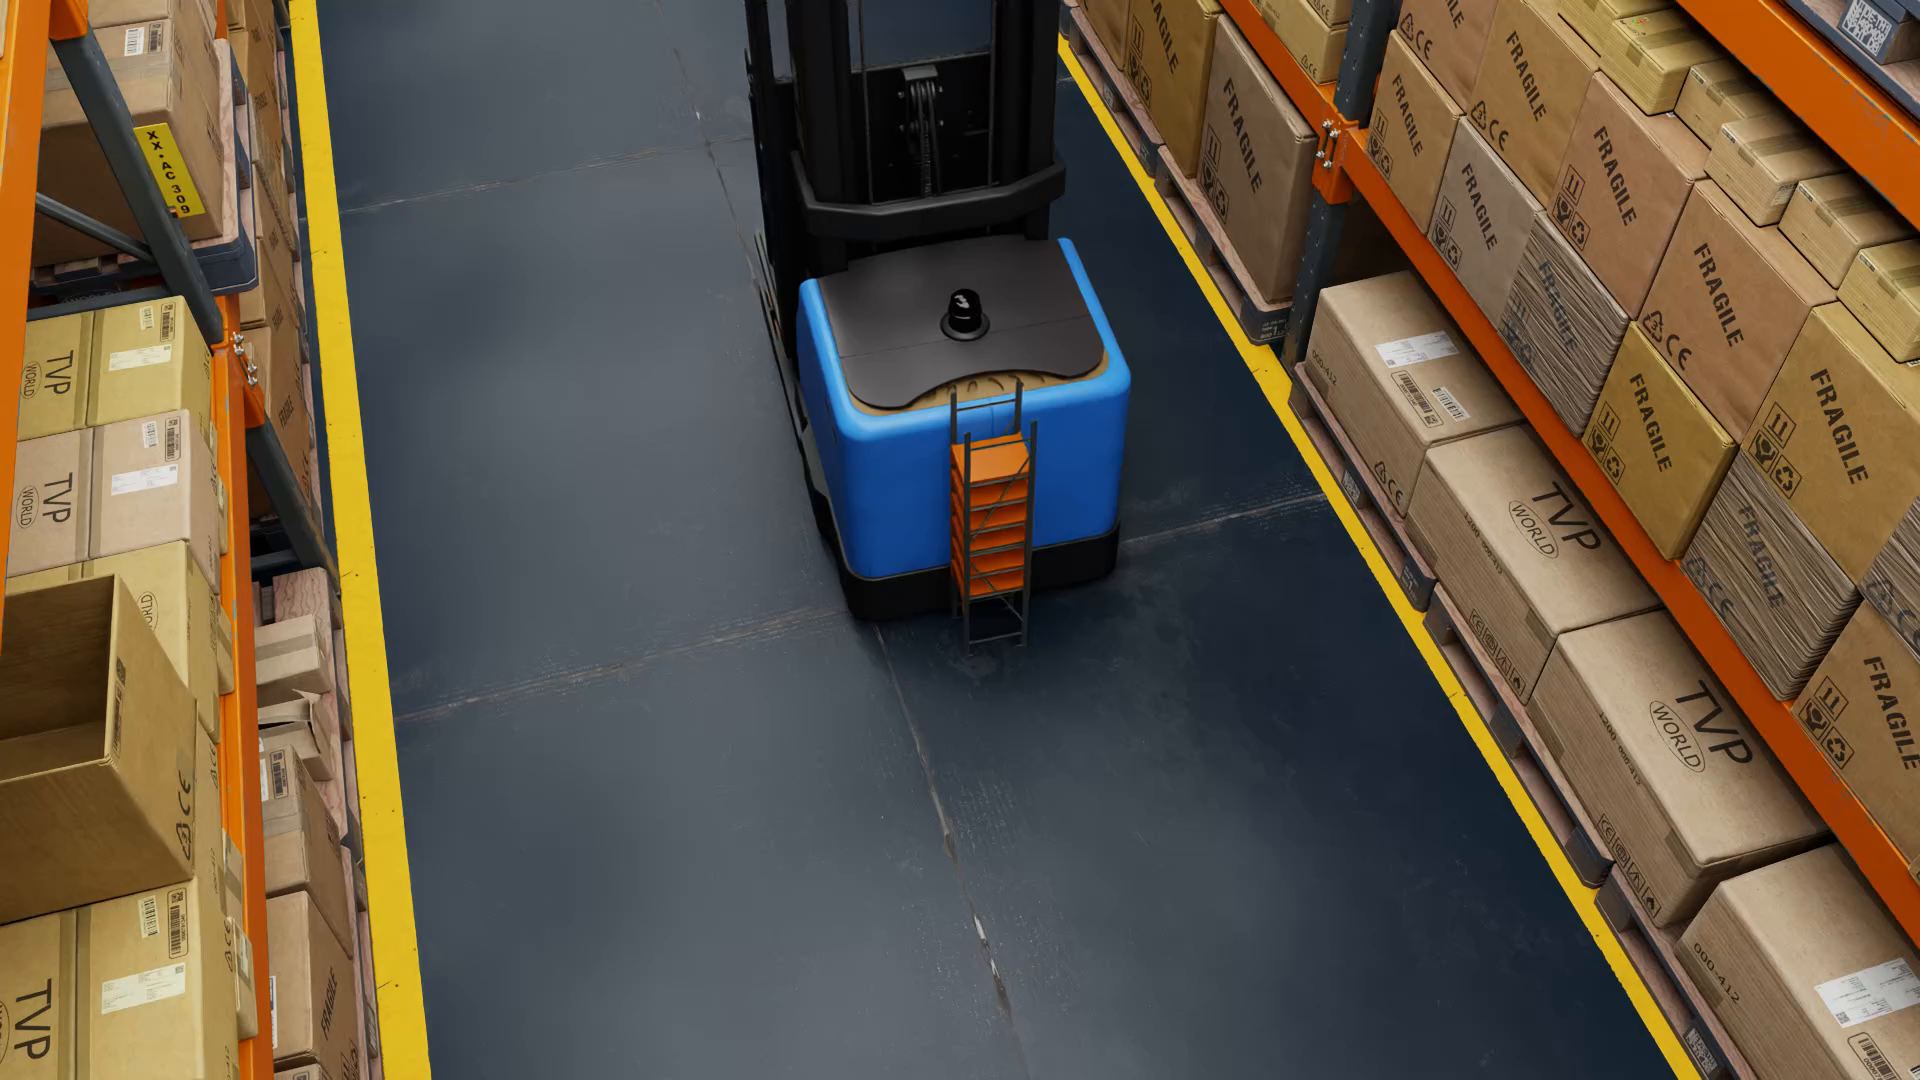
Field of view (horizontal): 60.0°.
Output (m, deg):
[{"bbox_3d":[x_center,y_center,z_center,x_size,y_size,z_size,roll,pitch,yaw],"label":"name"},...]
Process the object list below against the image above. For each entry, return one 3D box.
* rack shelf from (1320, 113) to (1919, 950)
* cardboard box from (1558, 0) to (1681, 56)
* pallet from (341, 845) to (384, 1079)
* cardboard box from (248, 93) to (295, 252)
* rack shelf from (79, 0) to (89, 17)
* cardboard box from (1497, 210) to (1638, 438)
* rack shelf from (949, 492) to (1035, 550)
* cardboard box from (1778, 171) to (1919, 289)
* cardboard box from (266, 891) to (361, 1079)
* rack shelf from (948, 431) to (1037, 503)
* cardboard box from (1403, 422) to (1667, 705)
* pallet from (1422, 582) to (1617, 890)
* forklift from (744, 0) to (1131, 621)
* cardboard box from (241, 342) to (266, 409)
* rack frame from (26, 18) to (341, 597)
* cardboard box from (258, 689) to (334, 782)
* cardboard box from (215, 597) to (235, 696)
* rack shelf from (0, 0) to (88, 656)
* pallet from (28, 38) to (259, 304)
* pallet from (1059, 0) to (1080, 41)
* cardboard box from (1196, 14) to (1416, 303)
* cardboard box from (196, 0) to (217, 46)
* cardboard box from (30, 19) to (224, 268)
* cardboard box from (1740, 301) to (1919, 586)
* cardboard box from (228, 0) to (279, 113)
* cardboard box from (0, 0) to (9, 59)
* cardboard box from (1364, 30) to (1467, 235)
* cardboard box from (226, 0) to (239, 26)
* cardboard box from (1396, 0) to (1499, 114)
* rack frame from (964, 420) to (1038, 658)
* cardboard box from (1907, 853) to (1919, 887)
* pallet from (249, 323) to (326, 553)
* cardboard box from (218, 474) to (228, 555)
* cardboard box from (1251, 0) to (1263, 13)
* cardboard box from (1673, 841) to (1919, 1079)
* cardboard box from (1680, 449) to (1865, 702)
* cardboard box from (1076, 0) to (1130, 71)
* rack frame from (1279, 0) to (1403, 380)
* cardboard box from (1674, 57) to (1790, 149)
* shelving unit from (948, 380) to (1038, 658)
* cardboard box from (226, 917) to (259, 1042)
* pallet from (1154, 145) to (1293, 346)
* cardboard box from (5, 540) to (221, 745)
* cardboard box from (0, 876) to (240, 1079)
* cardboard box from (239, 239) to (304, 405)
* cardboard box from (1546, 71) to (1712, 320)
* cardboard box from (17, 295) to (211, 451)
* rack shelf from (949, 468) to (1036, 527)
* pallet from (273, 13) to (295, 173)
[{"bbox_3d":[2.470,-0.117,5.147,1.077,0.370,4.000,-13,51,-11],"label":"rack shelf"},{"bbox_3d":[1.946,-1.528,4.722,0.380,0.149,0.250,-14,51,-11],"label":"cardboard box"},{"bbox_3d":[-2.296,1.609,5.045,1.003,0.211,1.213,-13,51,-11],"label":"pallet"},{"bbox_3d":[-3.248,-1.551,7.245,0.500,0.500,0.500,-15,51,-12],"label":"cardboard box"},{"bbox_3d":[-3.454,-2.880,5.514,1.077,0.370,4.000,-13,51,-11],"label":"rack shelf"},{"bbox_3d":[2.053,-0.706,5.108,0.500,0.500,0.500,-13,51,-11],"label":"cardboard box"},{"bbox_3d":[0.108,-0.089,5.731,0.258,0.103,0.180,-11,51,-9],"label":"rack shelf"},{"bbox_3d":[2.274,-0.784,4.095,0.380,0.149,0.250,-12,51,-10],"label":"cardboard box"},{"bbox_3d":[-2.046,1.397,4.760,0.500,0.500,0.500,-12,51,-10],"label":"cardboard box"},{"bbox_3d":[0.108,-0.244,5.548,0.258,0.103,0.180,-11,51,-9],"label":"rack shelf"},{"bbox_3d":[2.227,0.018,5.964,0.875,0.438,0.875,-15,51,-12],"label":"cardboard box"},{"bbox_3d":[2.393,0.555,5.934,1.003,0.211,1.213,-13,51,-11],"label":"pallet"},{"bbox_3d":[-0.252,-1.801,6.141,1.130,2.935,3.031,-11,51,-9],"label":"forklift"},{"bbox_3d":[-2.714,-0.545,5.973,0.380,0.149,0.250,-11,51,-9],"label":"cardboard box"},{"bbox_3d":[-2.862,-0.684,5.155,1.000,3.000,0.127,-13,51,-11],"label":"rack frame"},{"bbox_3d":[-2.311,0.663,5.533,0.396,0.266,0.258,-12,51,-10],"label":"cardboard box"},{"bbox_3d":[-2.175,0.320,4.472,0.380,0.149,0.250,-14,51,-12],"label":"cardboard box"},{"bbox_3d":[-2.271,0.041,3.051,1.077,0.370,4.000,-13,51,-11],"label":"rack shelf"},{"bbox_3d":[-2.994,-1.231,5.741,1.003,0.211,1.213,-13,51,-11],"label":"pallet"},{"bbox_3d":[0.856,-3.239,9.132,1.003,0.211,1.213,-13,51,-11],"label":"pallet"},{"bbox_3d":[1.618,-1.695,7.121,0.875,0.875,0.875,-12,51,-10],"label":"cardboard box"},{"bbox_3d":[-2.907,-1.878,5.974,0.396,0.266,0.258,-11,51,-9],"label":"cardboard box"},{"bbox_3d":[-2.792,-1.256,5.296,0.700,0.500,0.500,-12,51,-10],"label":"cardboard box"},{"bbox_3d":[2.365,-0.278,4.093,0.500,0.500,0.500,-14,51,-11],"label":"cardboard box"},{"bbox_3d":[-3.577,-2.307,7.883,0.500,0.500,0.500,-14,51,-12],"label":"cardboard box"},{"bbox_3d":[-2.404,-1.195,3.787,0.380,0.149,0.250,-13,51,-11],"label":"cardboard box"},{"bbox_3d":[1.767,-1.440,5.726,0.500,0.500,0.500,-12,51,-10],"label":"cardboard box"},{"bbox_3d":[-3.511,-2.446,7.576,0.380,0.149,0.250,-15,51,-12],"label":"cardboard box"},{"bbox_3d":[1.788,-1.761,5.343,0.500,0.500,0.500,-13,51,-11],"label":"cardboard box"},{"bbox_3d":[0.130,0.027,5.732,0.240,1.200,0.006,-11,51,-9],"label":"rack frame"},{"bbox_3d":[2.666,0.787,3.849,0.500,0.500,0.500,-13,51,-11],"label":"cardboard box"},{"bbox_3d":[-3.139,-0.371,6.715,1.003,0.211,1.213,-13,51,-11],"label":"pallet"},{"bbox_3d":[-2.329,-0.058,4.791,0.380,0.149,0.250,-12,51,-10],"label":"cardboard box"},{"bbox_3d":[1.355,-2.404,6.702,0.500,0.250,0.500,-14,51,-11],"label":"cardboard box"},{"bbox_3d":[2.770,1.343,4.847,0.875,0.438,0.875,-15,51,-12],"label":"cardboard box"},{"bbox_3d":[2.370,0.044,4.475,0.500,0.500,0.500,-12,51,-10],"label":"cardboard box"},{"bbox_3d":[1.080,-3.006,8.227,0.875,0.875,0.875,-13,51,-11],"label":"cardboard box"},{"bbox_3d":[1.878,-1.809,6.103,1.000,3.000,0.127,-13,51,-11],"label":"rack frame"},{"bbox_3d":[2.149,-1.162,4.414,0.380,0.149,0.250,-13,51,-11],"label":"cardboard box"},{"bbox_3d":[0.108,-0.041,5.789,0.258,1.200,0.189,-11,51,-9],"label":"shelving unit"},{"bbox_3d":[-1.848,1.064,3.845,0.380,0.149,0.250,-15,51,-12],"label":"cardboard box"},{"bbox_3d":[1.578,-1.457,7.630,1.003,0.211,1.213,-13,51,-11],"label":"pallet"},{"bbox_3d":[-2.182,0.315,4.216,0.500,0.250,0.500,-14,51,-11],"label":"cardboard box"},{"bbox_3d":[-1.859,1.060,3.588,0.500,0.250,0.500,-14,51,-12],"label":"cardboard box"},{"bbox_3d":[-2.957,-0.805,6.617,0.500,0.500,0.500,-14,51,-11],"label":"cardboard box"},{"bbox_3d":[2.072,-1.014,4.713,0.500,0.500,0.500,-12,51,-10],"label":"cardboard box"},{"bbox_3d":[-2.479,-0.415,4.831,0.500,0.250,0.500,-12,51,-10],"label":"cardboard box"},{"bbox_3d":[0.108,-0.167,5.640,0.258,0.103,0.180,-11,51,-9],"label":"rack shelf"},{"bbox_3d":[-3.861,-2.153,8.217,1.003,0.211,1.213,-13,51,-11],"label":"pallet"}]
